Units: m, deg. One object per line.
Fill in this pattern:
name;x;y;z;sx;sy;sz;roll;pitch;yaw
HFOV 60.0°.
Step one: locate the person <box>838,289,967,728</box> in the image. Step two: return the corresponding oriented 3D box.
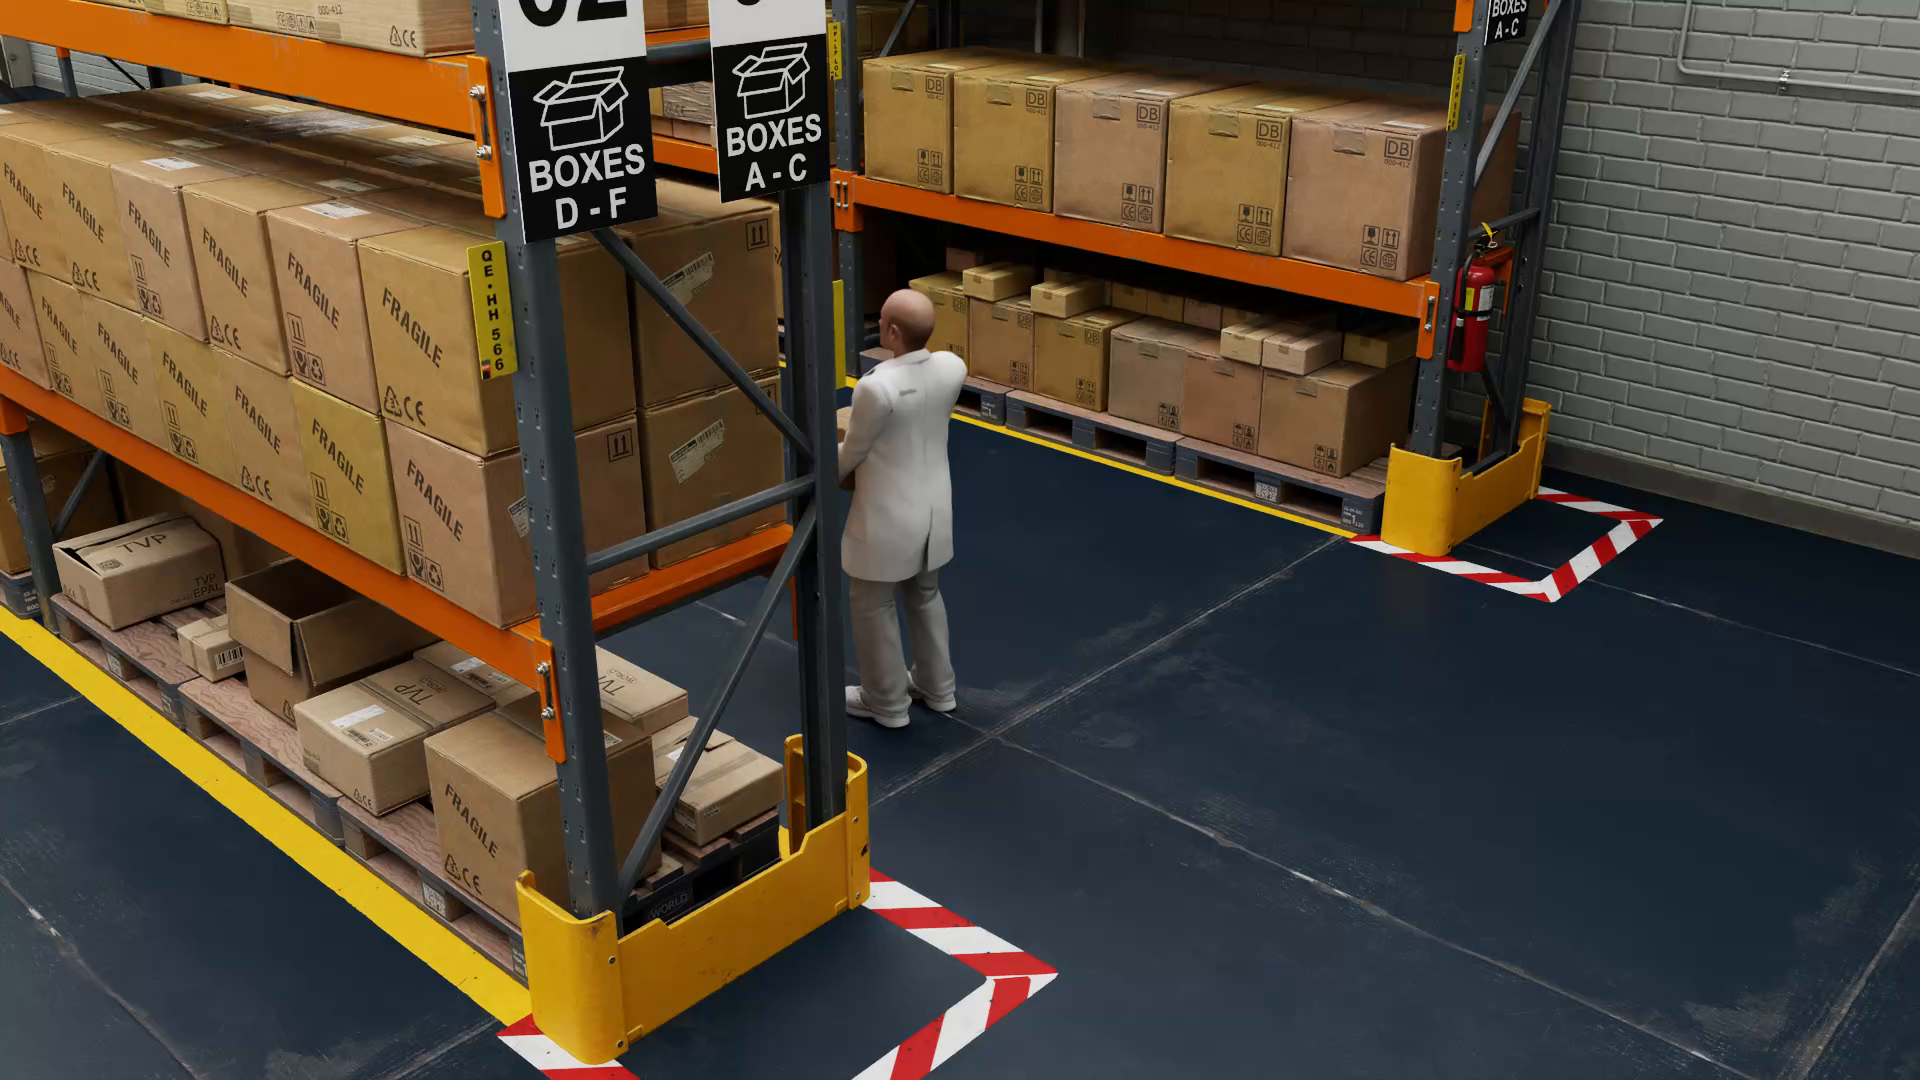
person;-0.298;-0.137;6.441;0.555;1.770;0.530;20;31;39
